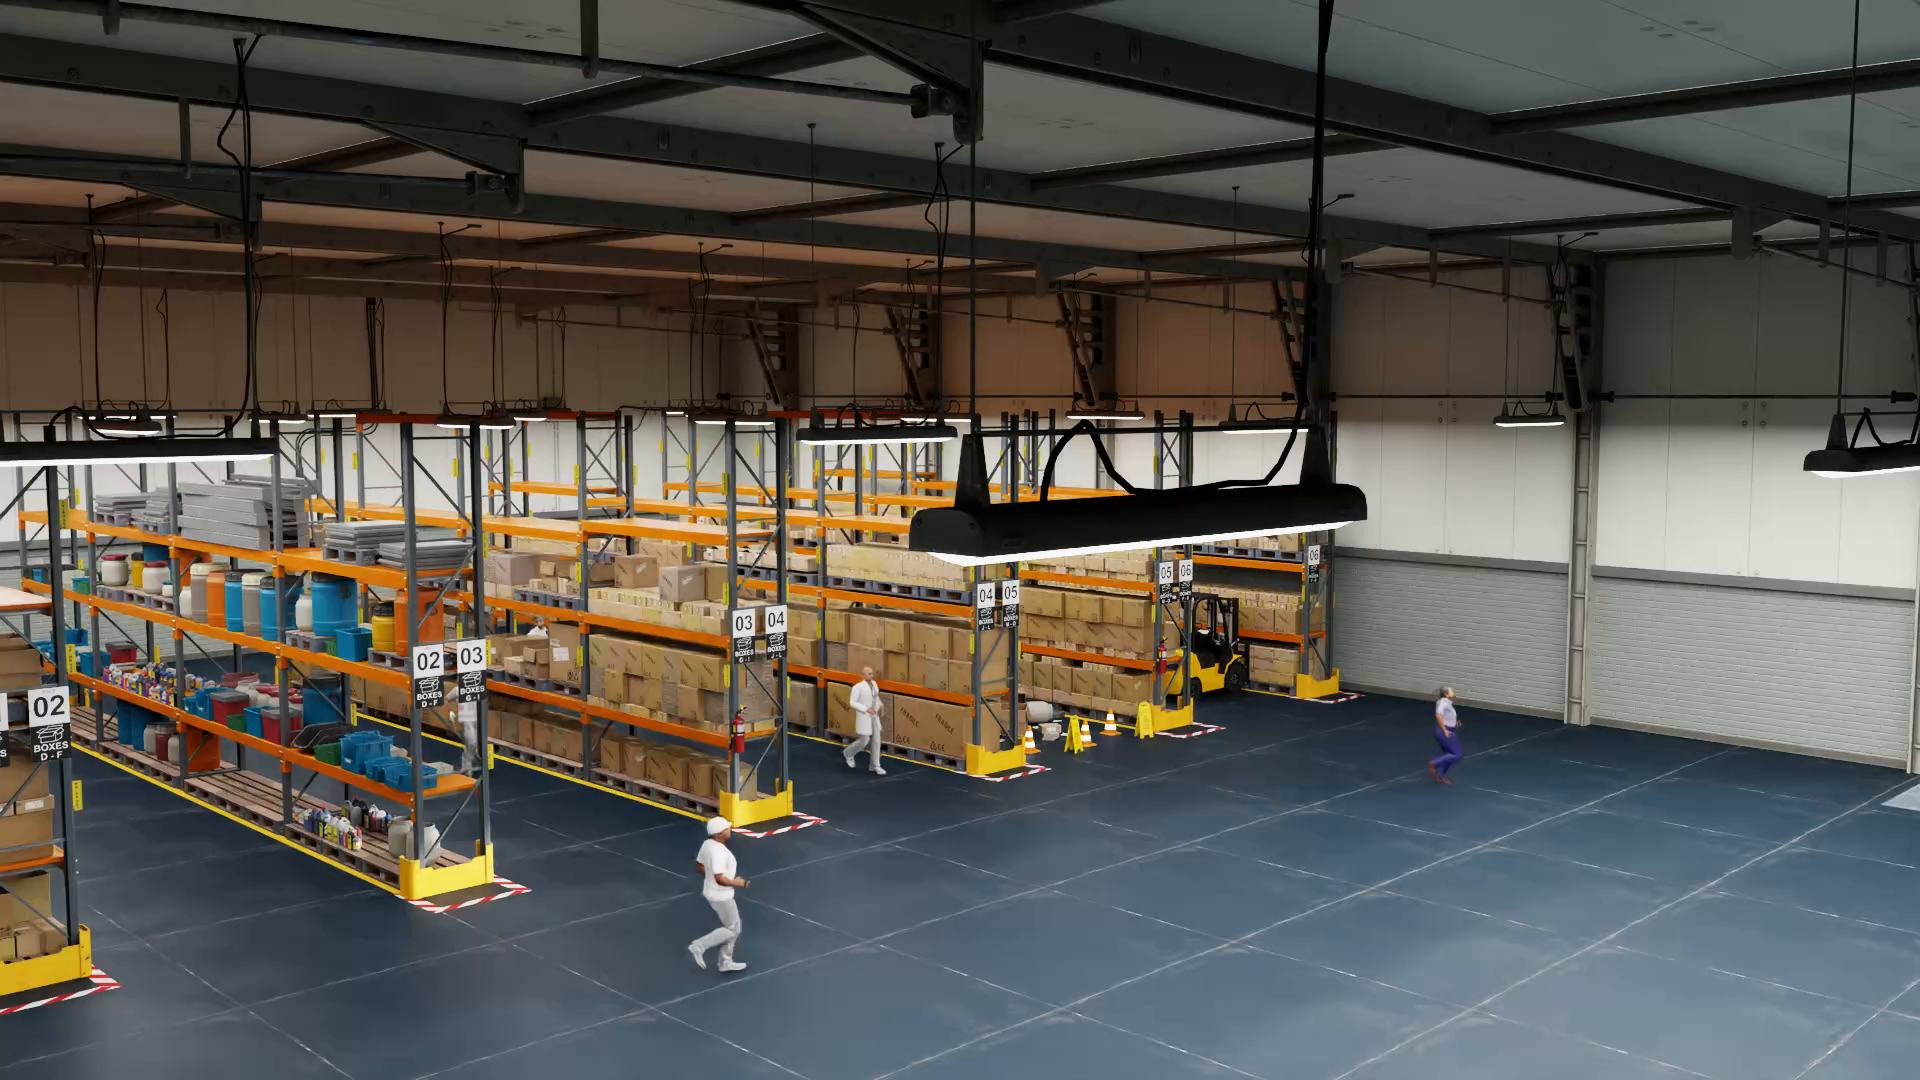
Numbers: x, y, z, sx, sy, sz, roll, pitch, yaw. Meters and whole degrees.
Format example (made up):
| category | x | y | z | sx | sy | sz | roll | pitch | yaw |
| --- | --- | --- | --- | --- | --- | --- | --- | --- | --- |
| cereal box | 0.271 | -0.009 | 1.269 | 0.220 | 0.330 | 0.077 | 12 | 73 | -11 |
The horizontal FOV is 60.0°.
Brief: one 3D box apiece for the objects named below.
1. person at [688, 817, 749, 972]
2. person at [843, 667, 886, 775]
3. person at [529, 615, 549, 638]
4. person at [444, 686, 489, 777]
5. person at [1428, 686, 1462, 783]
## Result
| category | x | y | z | sx | sy | sz | roll | pitch | yaw |
| --- | --- | --- | --- | --- | --- | --- | --- | --- | --- |
| person | -2.673 | 3.886 | 18.210 | 0.668 | 1.725 | 0.704 | -2 | 5 | -22 |
| person | -1.587 | 3.019 | 28.007 | 0.898 | 1.789 | 0.736 | 4 | 7 | 42 |
| person | -8.923 | 2.414 | 35.549 | 0.589 | 1.653 | 0.528 | -4 | 7 | -41 |
| person | -8.136 | 3.038 | 27.718 | 0.697 | 1.785 | 0.661 | 4 | 7 | 41 |
| person | 7.921 | 3.185 | 27.155 | 0.559 | 1.604 | 0.634 | 1 | 5 | 7 |
